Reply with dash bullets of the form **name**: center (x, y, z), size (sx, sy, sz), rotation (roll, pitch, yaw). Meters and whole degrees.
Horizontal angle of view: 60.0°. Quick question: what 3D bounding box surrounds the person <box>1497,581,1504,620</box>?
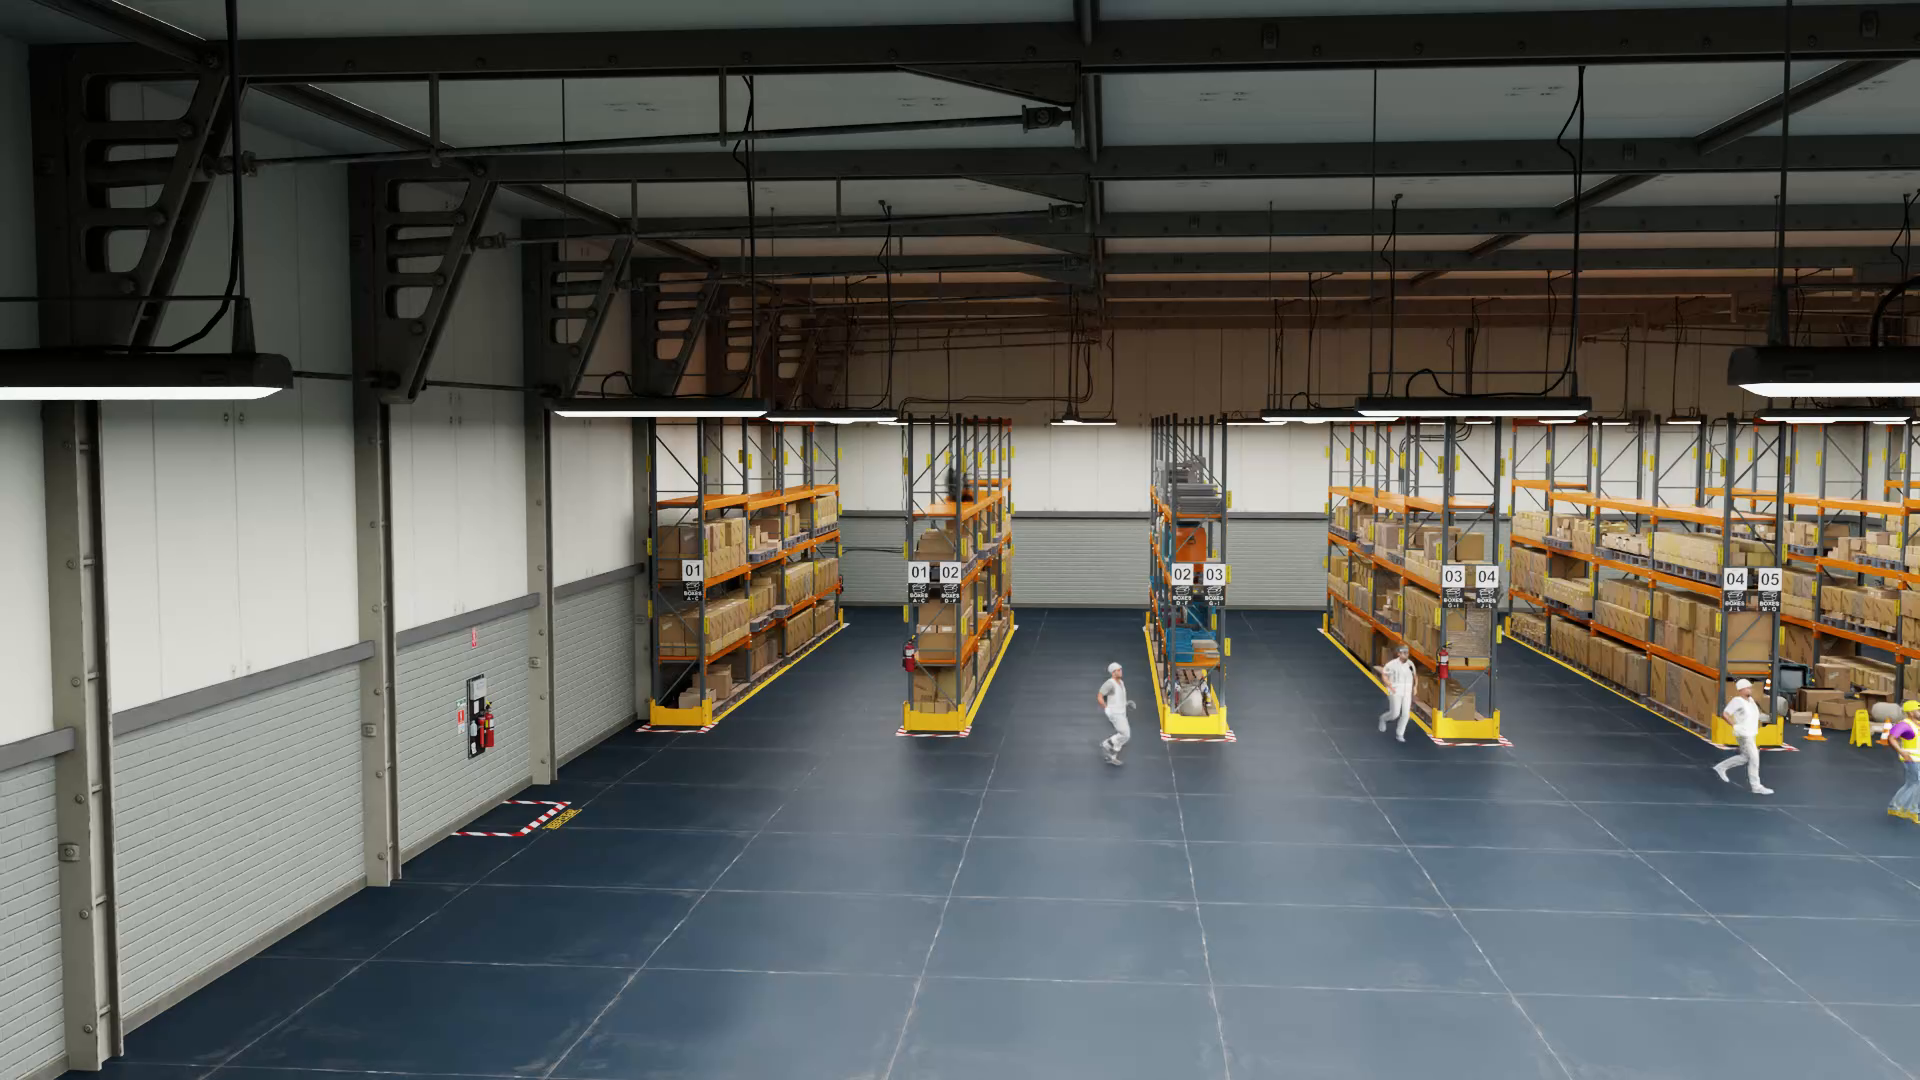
- **person**: center (15.113, 1.726, 47.043), size (0.689, 1.681, 0.724), rotation (-2, 4, -22)

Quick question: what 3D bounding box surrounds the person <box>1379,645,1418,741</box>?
- **person**: center (8.123, 2.817, 30.714), size (0.700, 1.791, 0.677), rotation (-1, 4, -14)

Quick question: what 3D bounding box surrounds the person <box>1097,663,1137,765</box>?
- **person**: center (2.691, 2.953, 28.237), size (0.580, 1.737, 0.666), rotation (2, 4, 30)

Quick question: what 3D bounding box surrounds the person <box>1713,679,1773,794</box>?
- **person**: center (12.333, 3.070, 26.161), size (0.955, 1.763, 0.696), rotation (4, 5, 45)

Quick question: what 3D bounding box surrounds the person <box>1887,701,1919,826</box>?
- **person**: center (13.823, 3.228, 24.065), size (0.696, 1.809, 0.674), rotation (3, 5, 40)
